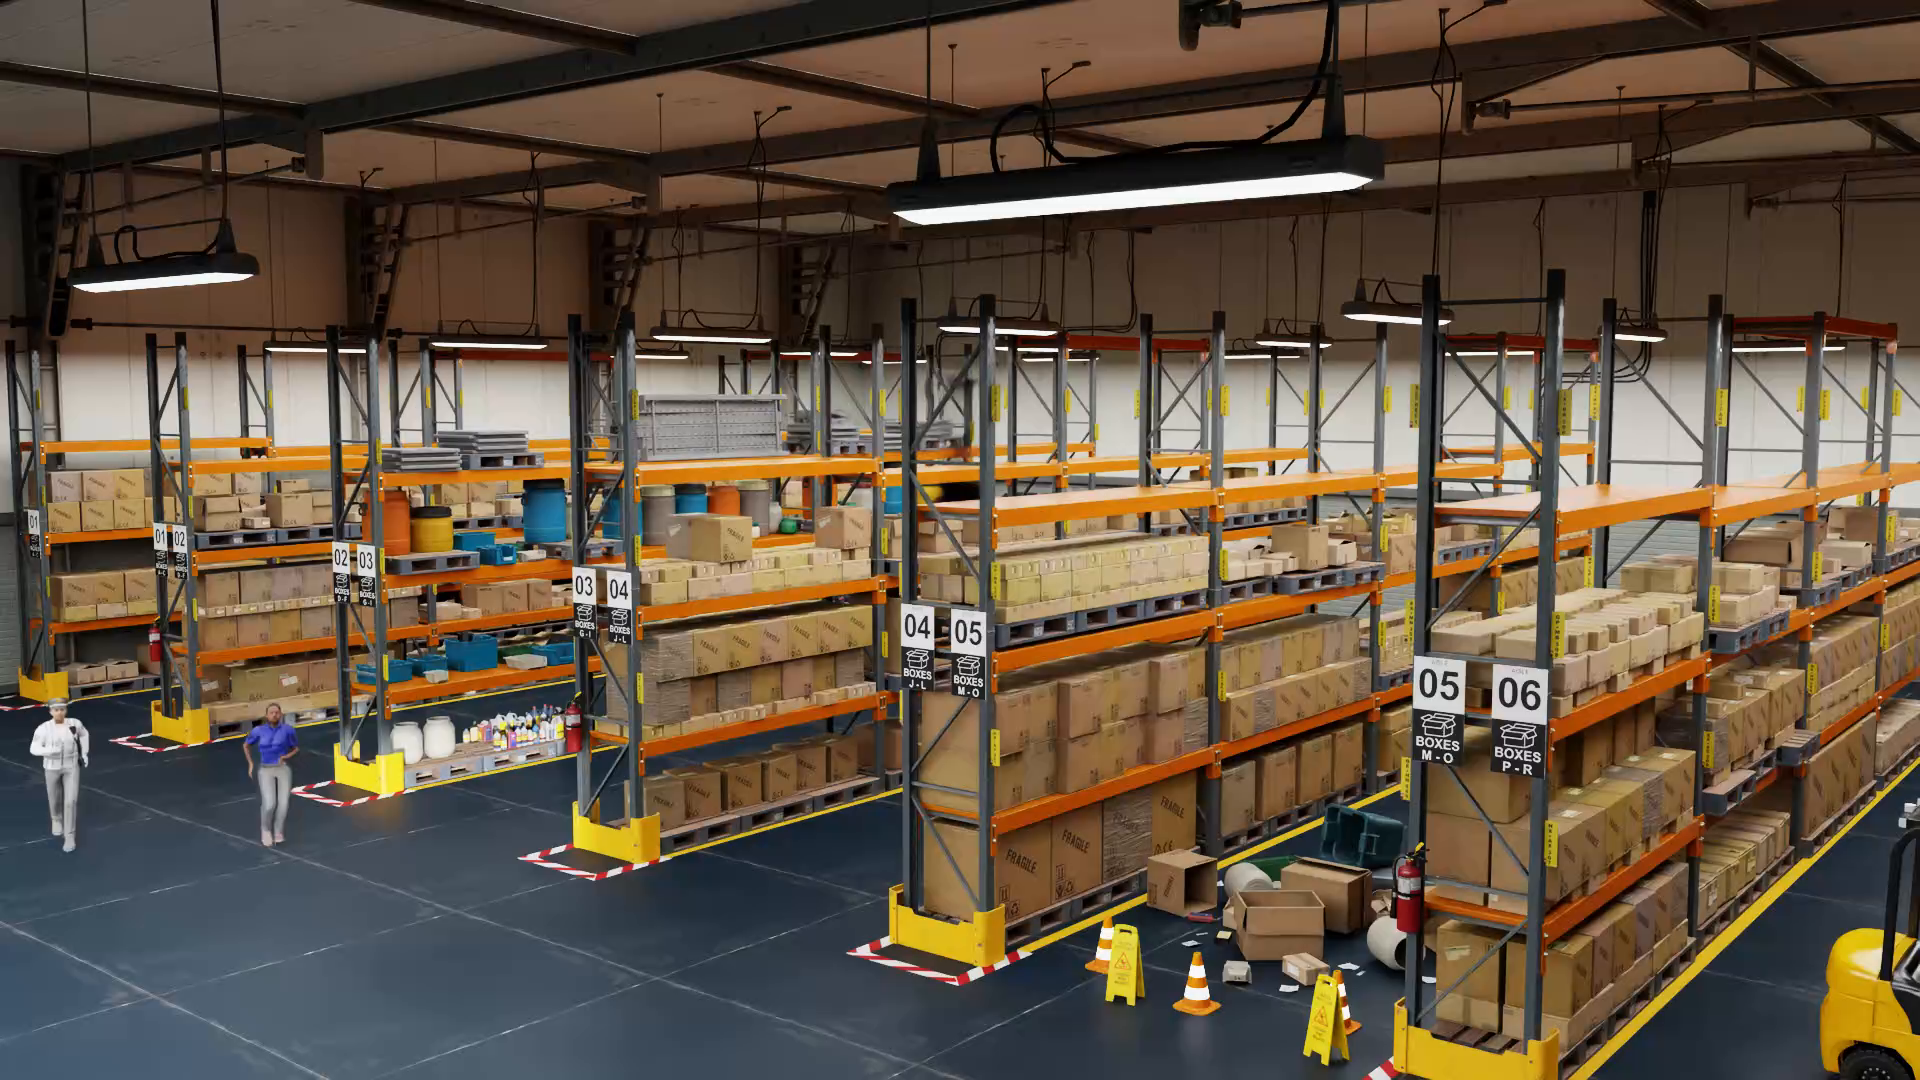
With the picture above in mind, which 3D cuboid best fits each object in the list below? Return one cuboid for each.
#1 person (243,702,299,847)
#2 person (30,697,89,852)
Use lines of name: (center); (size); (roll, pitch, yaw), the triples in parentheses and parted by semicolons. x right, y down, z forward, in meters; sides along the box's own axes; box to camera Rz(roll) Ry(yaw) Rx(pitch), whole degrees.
person: (-7.749, 2.655, 18.781); (0.554, 1.633, 0.655); (-3, 6, -31)
person: (-10.195, 2.604, 18.863); (0.597, 1.697, 0.919); (-3, 6, -31)
